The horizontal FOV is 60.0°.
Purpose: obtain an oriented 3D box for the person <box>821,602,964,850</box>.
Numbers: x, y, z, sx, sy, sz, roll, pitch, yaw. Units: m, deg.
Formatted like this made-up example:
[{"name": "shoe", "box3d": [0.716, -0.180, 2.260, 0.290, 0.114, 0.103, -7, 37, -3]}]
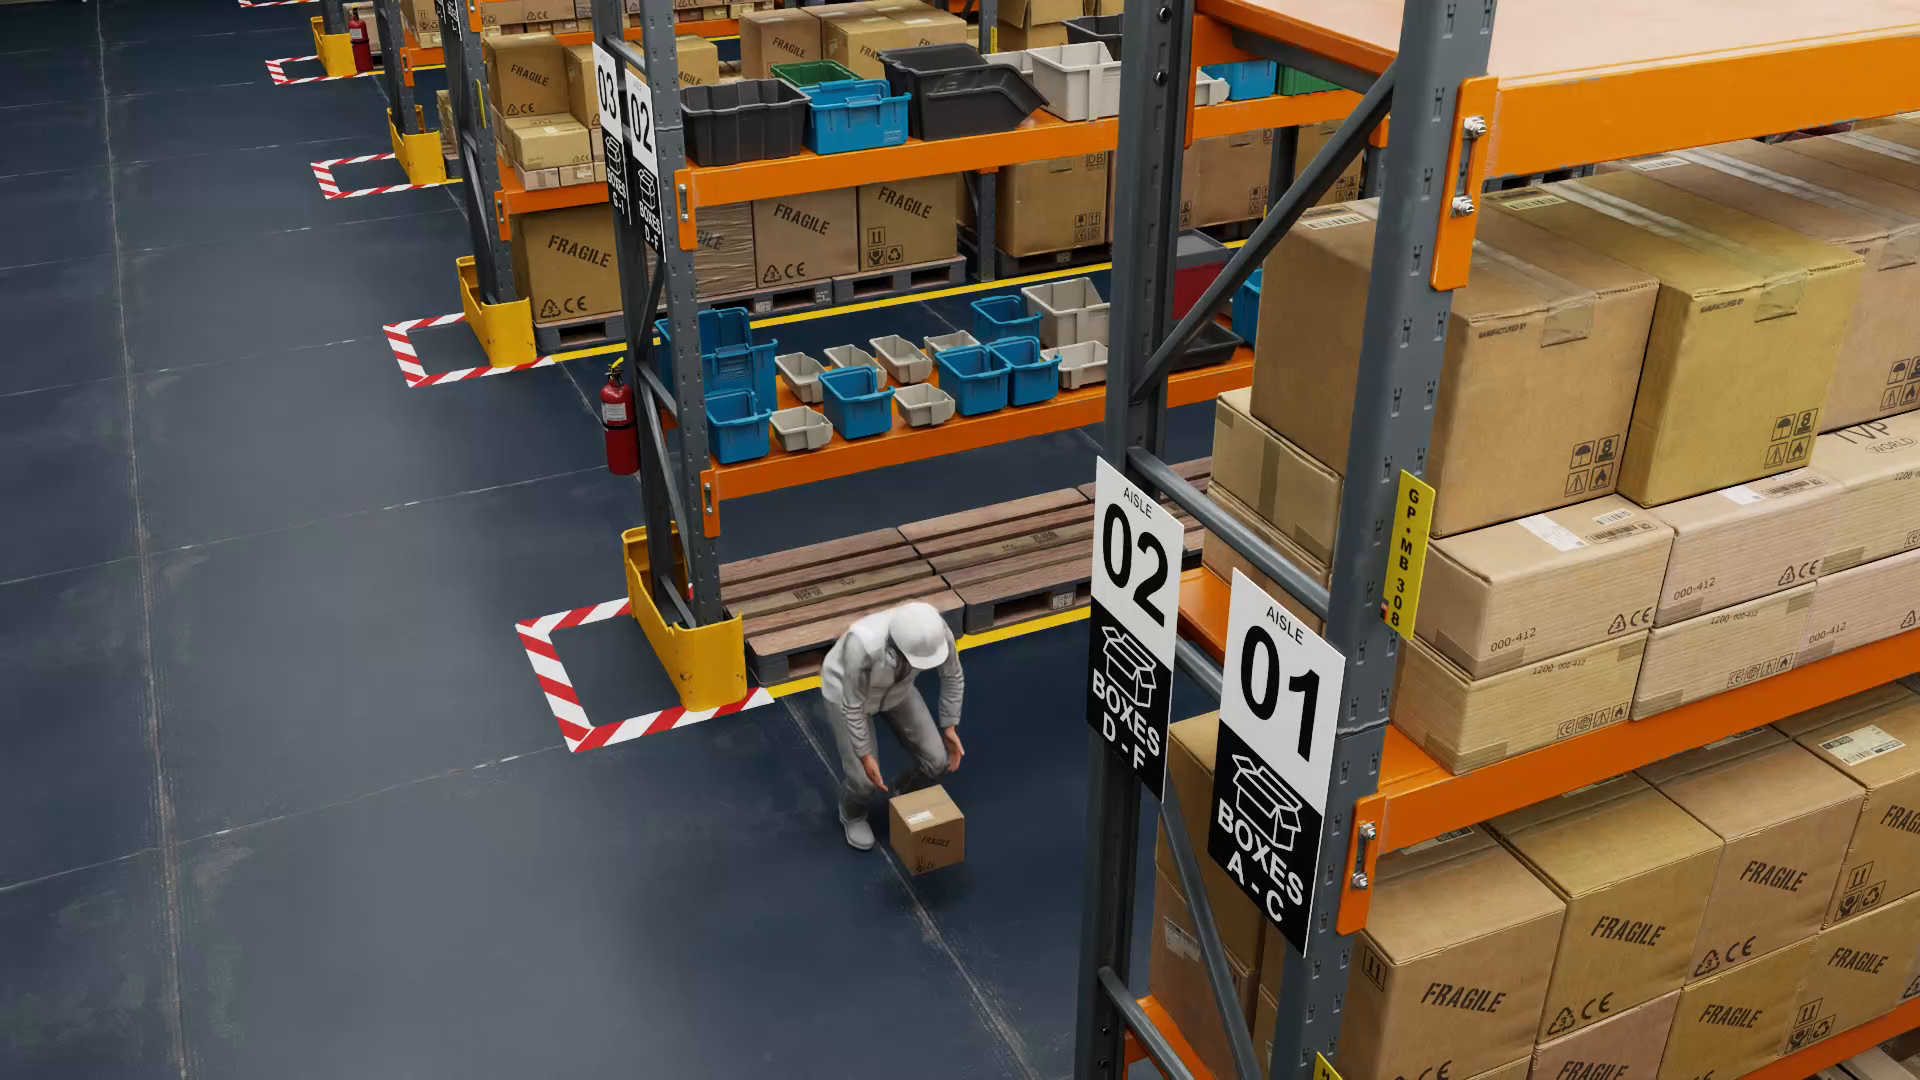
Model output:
[{"name": "person", "box3d": [-0.292, 0.763, 7.464, 0.591, 1.392, 0.784, -13, 32, -22]}]
